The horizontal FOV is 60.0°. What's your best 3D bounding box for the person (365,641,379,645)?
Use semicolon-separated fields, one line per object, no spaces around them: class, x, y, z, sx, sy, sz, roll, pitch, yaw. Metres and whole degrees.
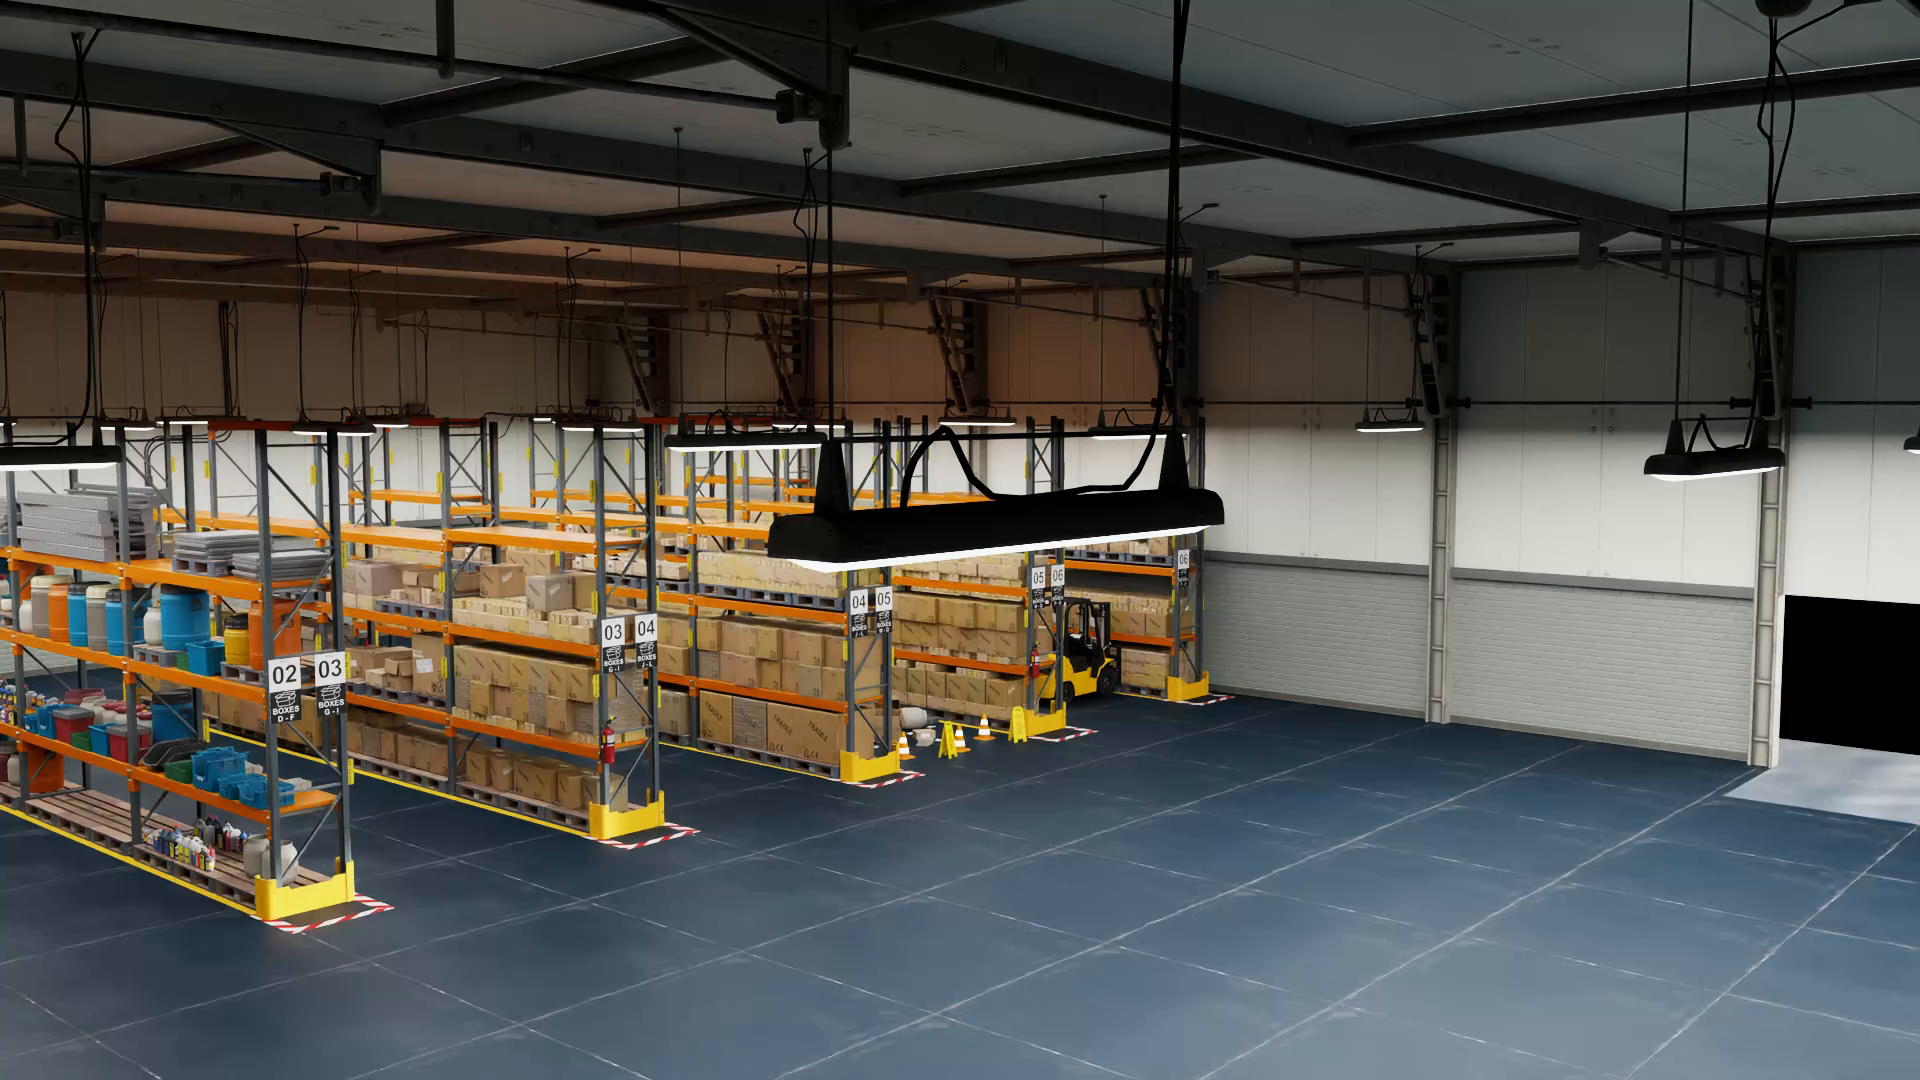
person;-11.411;2.821;32.192;0.877;1.812;0.775;4;6;40
